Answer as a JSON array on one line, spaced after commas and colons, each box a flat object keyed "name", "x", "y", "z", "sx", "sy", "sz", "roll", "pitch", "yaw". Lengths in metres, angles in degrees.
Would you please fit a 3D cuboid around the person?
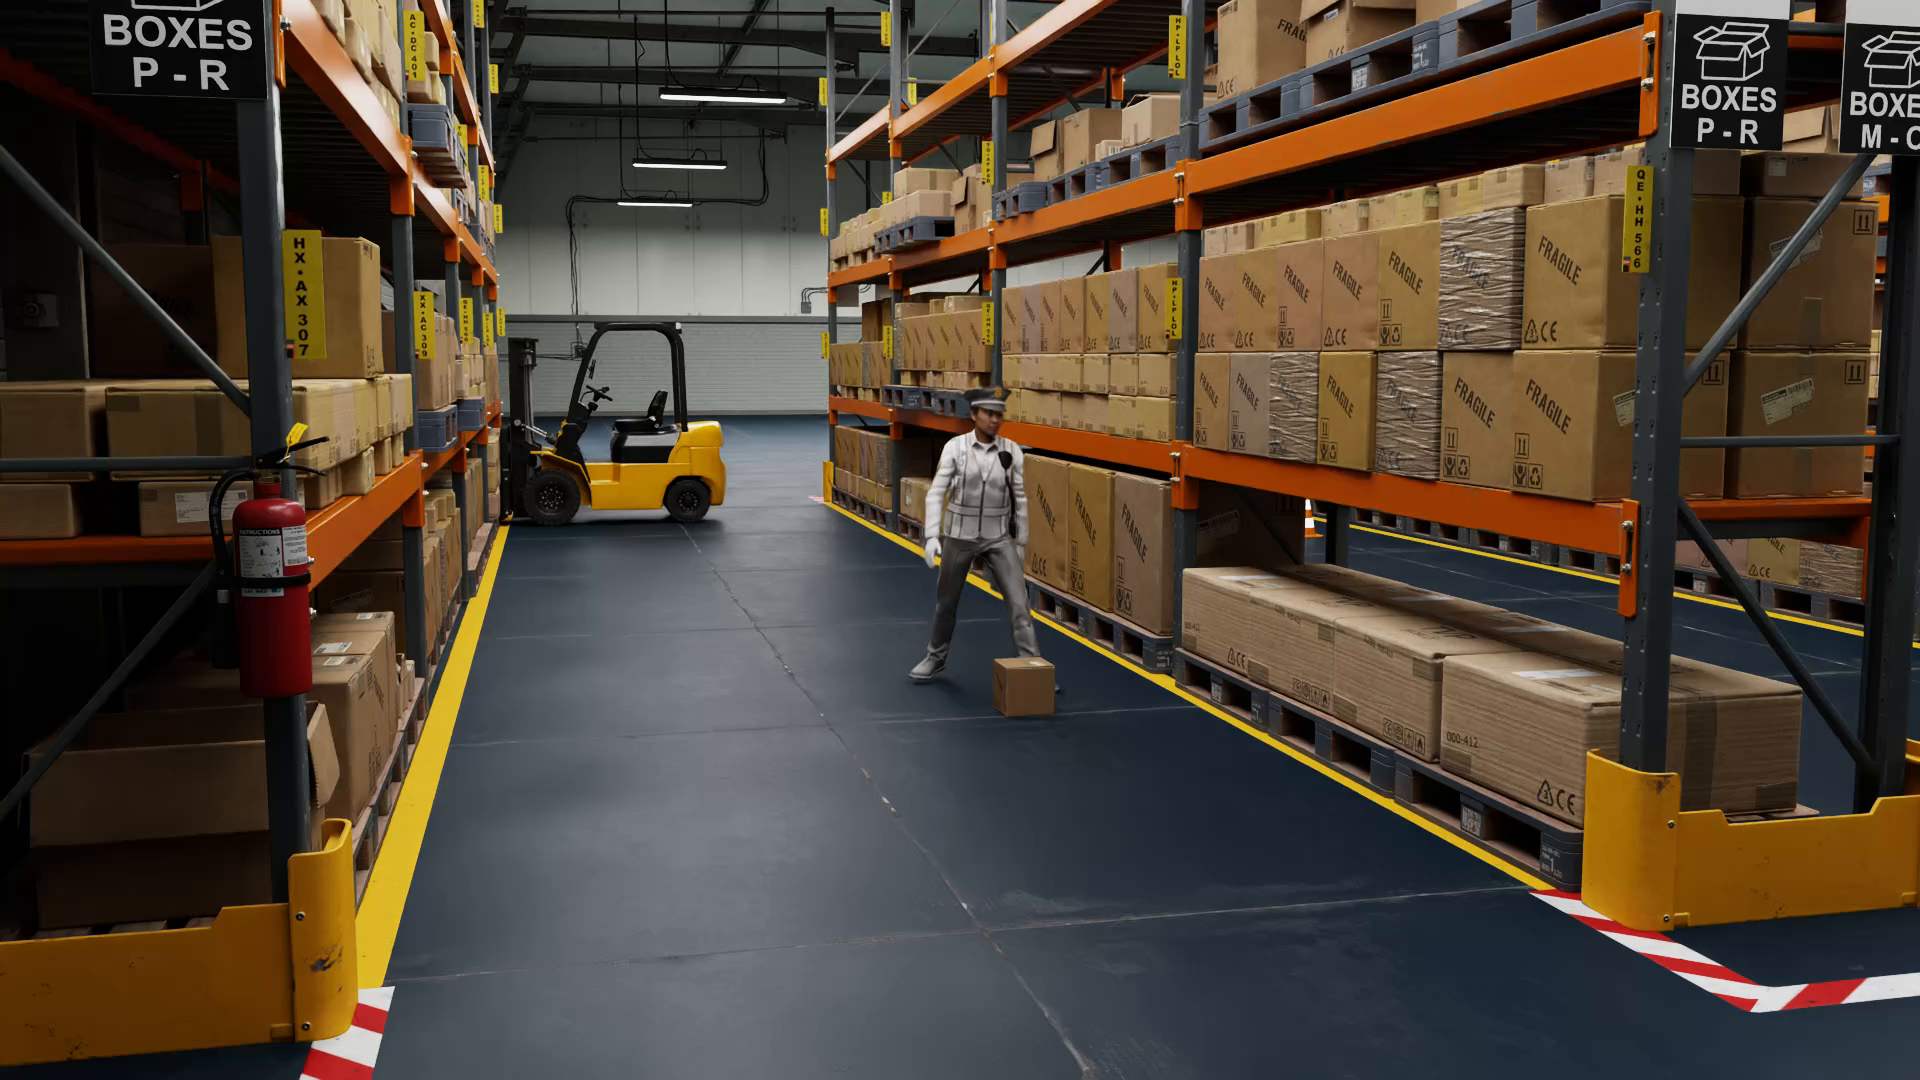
[{"name": "person", "x": 0.116, "y": -0.009, "z": 8.775, "sx": 0.762, "sy": 1.610, "sz": 0.912, "roll": 0, "pitch": 6, "yaw": -3}]
